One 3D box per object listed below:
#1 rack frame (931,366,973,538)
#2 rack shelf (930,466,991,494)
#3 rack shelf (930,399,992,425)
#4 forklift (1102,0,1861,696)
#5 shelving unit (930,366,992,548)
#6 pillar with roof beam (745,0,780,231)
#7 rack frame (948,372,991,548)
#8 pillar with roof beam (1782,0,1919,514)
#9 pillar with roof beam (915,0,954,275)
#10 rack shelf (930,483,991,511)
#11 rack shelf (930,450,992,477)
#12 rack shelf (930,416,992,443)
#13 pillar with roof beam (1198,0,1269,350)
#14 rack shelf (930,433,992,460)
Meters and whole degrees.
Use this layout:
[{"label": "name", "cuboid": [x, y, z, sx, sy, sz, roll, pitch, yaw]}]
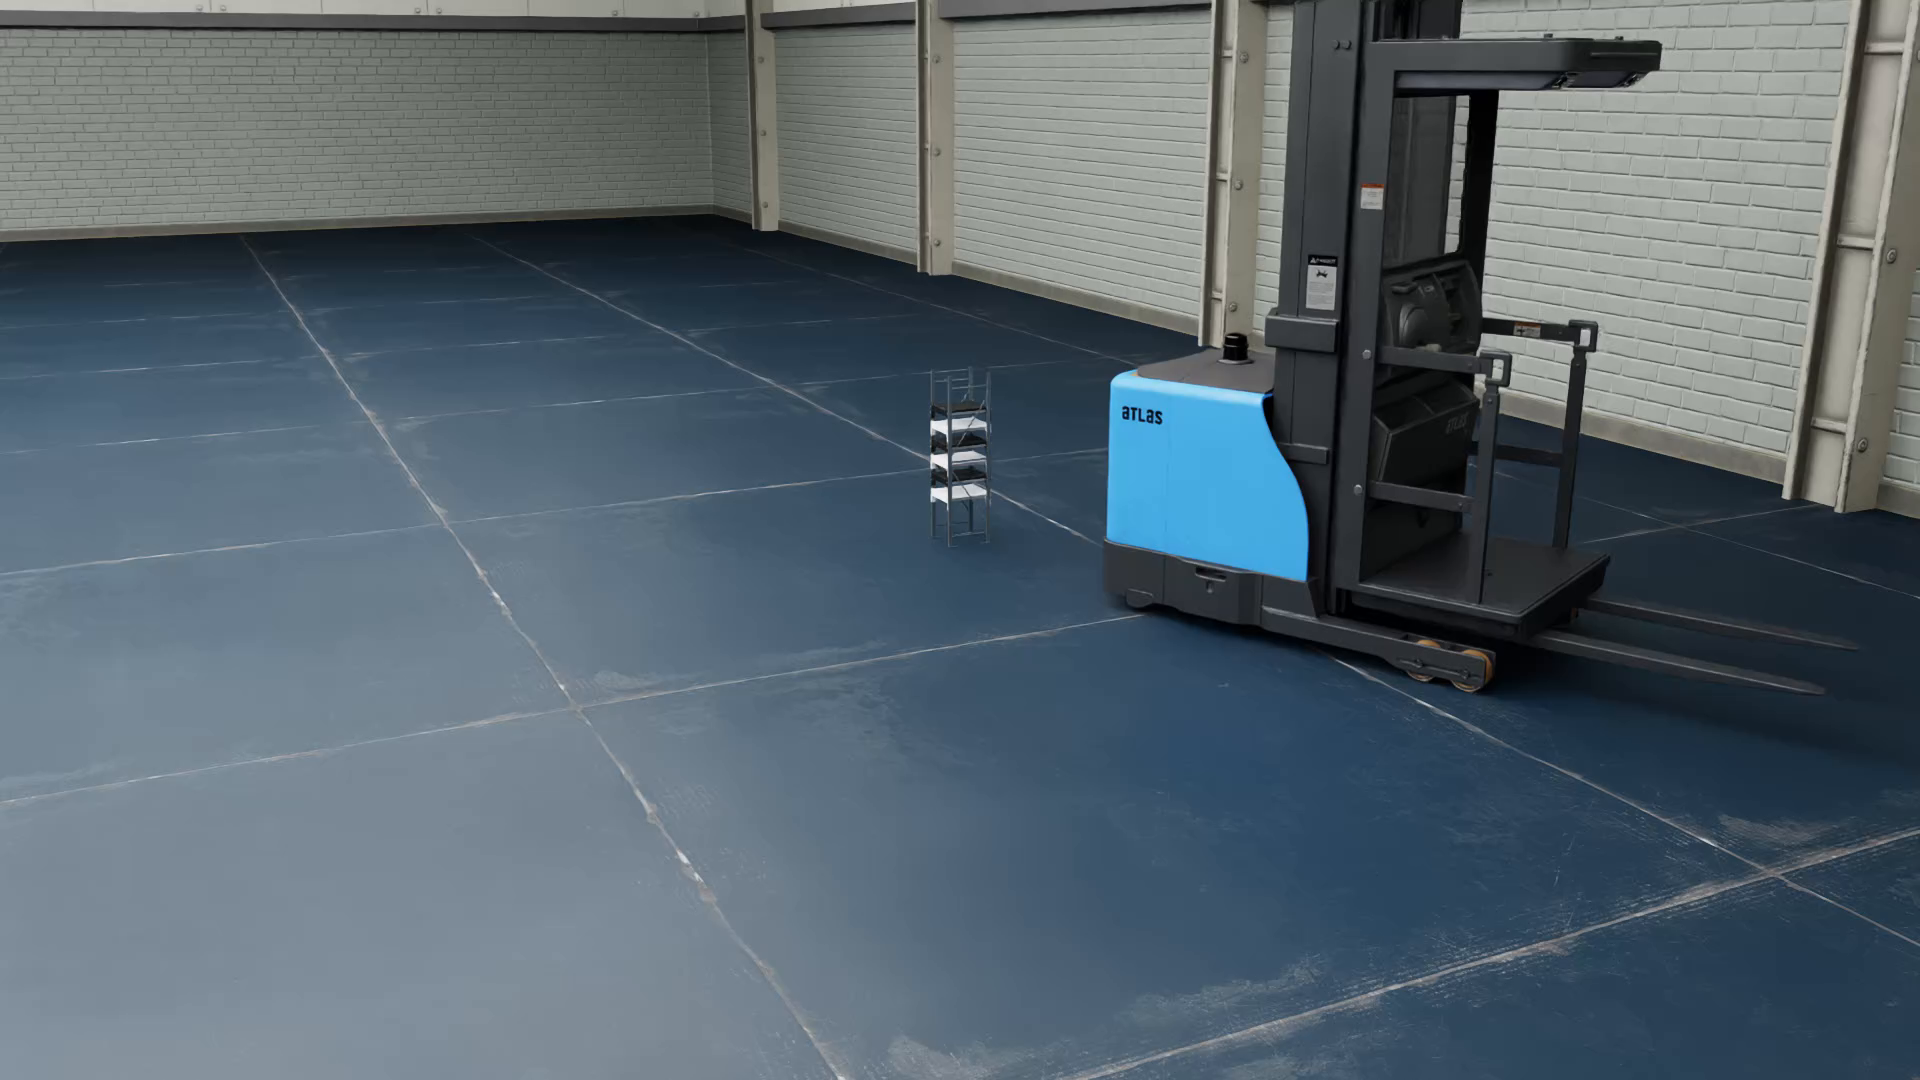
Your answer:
[{"label": "rack frame", "cuboid": [-0.041, -0.456, 8.707, 0.240, 0.900, 0.006, -8, 18, -25]}, {"label": "rack shelf", "cuboid": [0.004, -0.312, 8.654, 0.258, 0.077, 0.200, -8, 18, -25]}, {"label": "rack shelf", "cuboid": [0.004, -0.658, 8.554, 0.258, 0.077, 0.200, -8, 18, -25]}, {"label": "forklift", "cuboid": [2.130, -0.967, 6.808, 3.031, 2.935, 1.130, 12, 20, 37]}, {"label": "shelving unit", "cuboid": [0.004, -0.431, 8.620, 0.258, 0.900, 0.210, -8, 18, -25]}, {"label": "pillar with roof beam", "cuboid": [-6.788, -8.483, 21.998, 9.100, 9.000, 0.400, -8, 18, -25]}, {"label": "rack frame", "cuboid": [0.048, -0.405, 8.532, 0.240, 0.900, 0.006, -8, 18, -25]}, {"label": "pillar with roof beam", "cuboid": [1.097, -4.020, 6.445, 9.100, 9.000, 0.400, -8, 18, -25]}, {"label": "pillar with roof beam", "cuboid": [-4.160, -6.995, 16.813, 9.100, 9.000, 0.400, -8, 18, -25]}, {"label": "rack shelf", "cuboid": [0.004, -0.225, 8.678, 0.258, 0.077, 0.200, -8, 18, -25]}, {"label": "rack shelf", "cuboid": [0.004, -0.398, 8.629, 0.258, 0.077, 0.200, -8, 18, -25]}, {"label": "rack shelf", "cuboid": [0.004, -0.572, 8.579, 0.258, 0.077, 0.200, -8, 18, -25]}, {"label": "pillar with roof beam", "cuboid": [-1.531, -5.508, 11.629, 9.100, 9.000, 0.400, -8, 18, -25]}, {"label": "rack shelf", "cuboid": [0.004, -0.485, 8.604, 0.258, 0.077, 0.200, -8, 18, -25]}]
